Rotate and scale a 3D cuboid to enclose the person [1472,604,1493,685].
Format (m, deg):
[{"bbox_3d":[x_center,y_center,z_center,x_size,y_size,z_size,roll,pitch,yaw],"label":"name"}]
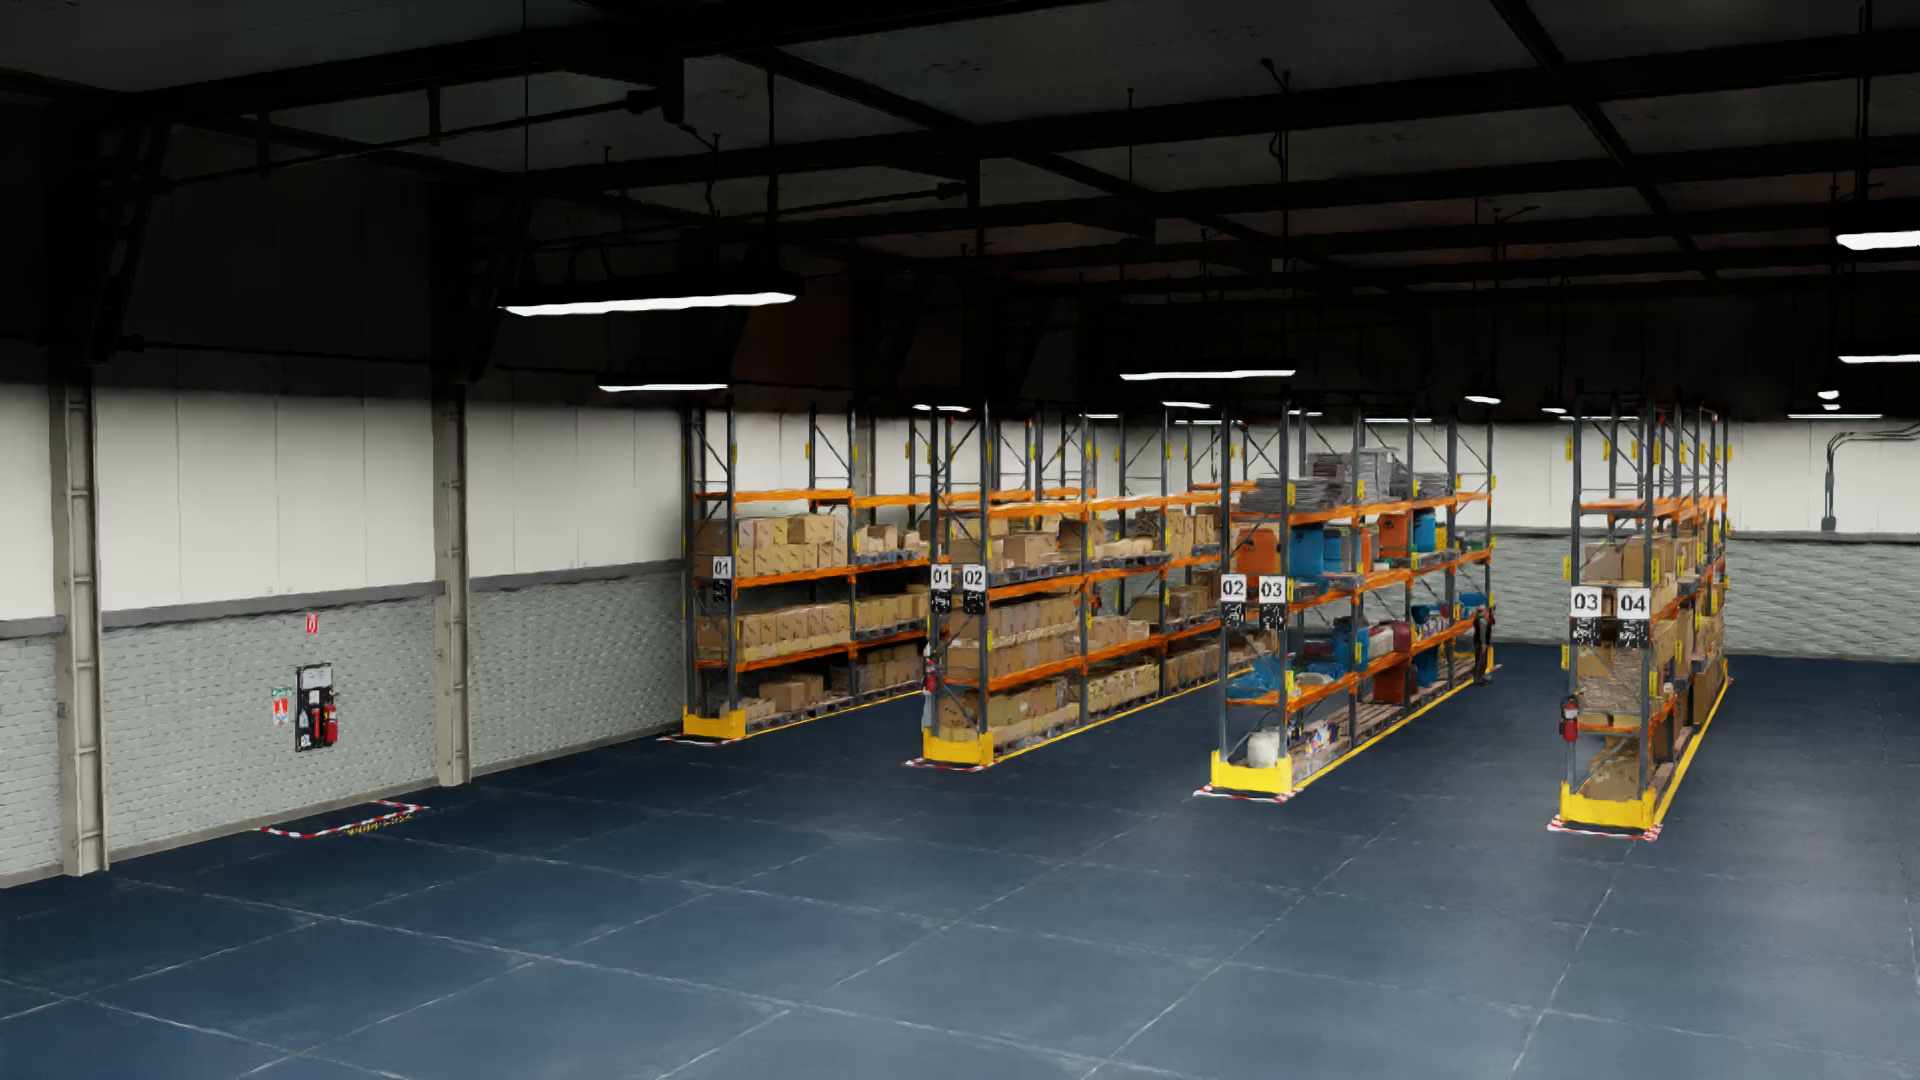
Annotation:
[{"bbox_3d":[11.270,2.242,35.802,0.450,1.727,0.584,1,3,10],"label":"person"}]

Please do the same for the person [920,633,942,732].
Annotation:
[{"bbox_3d":[-0.456,2.531,29.752,0.514,1.782,0.638,0,3,-3],"label":"person"}]
